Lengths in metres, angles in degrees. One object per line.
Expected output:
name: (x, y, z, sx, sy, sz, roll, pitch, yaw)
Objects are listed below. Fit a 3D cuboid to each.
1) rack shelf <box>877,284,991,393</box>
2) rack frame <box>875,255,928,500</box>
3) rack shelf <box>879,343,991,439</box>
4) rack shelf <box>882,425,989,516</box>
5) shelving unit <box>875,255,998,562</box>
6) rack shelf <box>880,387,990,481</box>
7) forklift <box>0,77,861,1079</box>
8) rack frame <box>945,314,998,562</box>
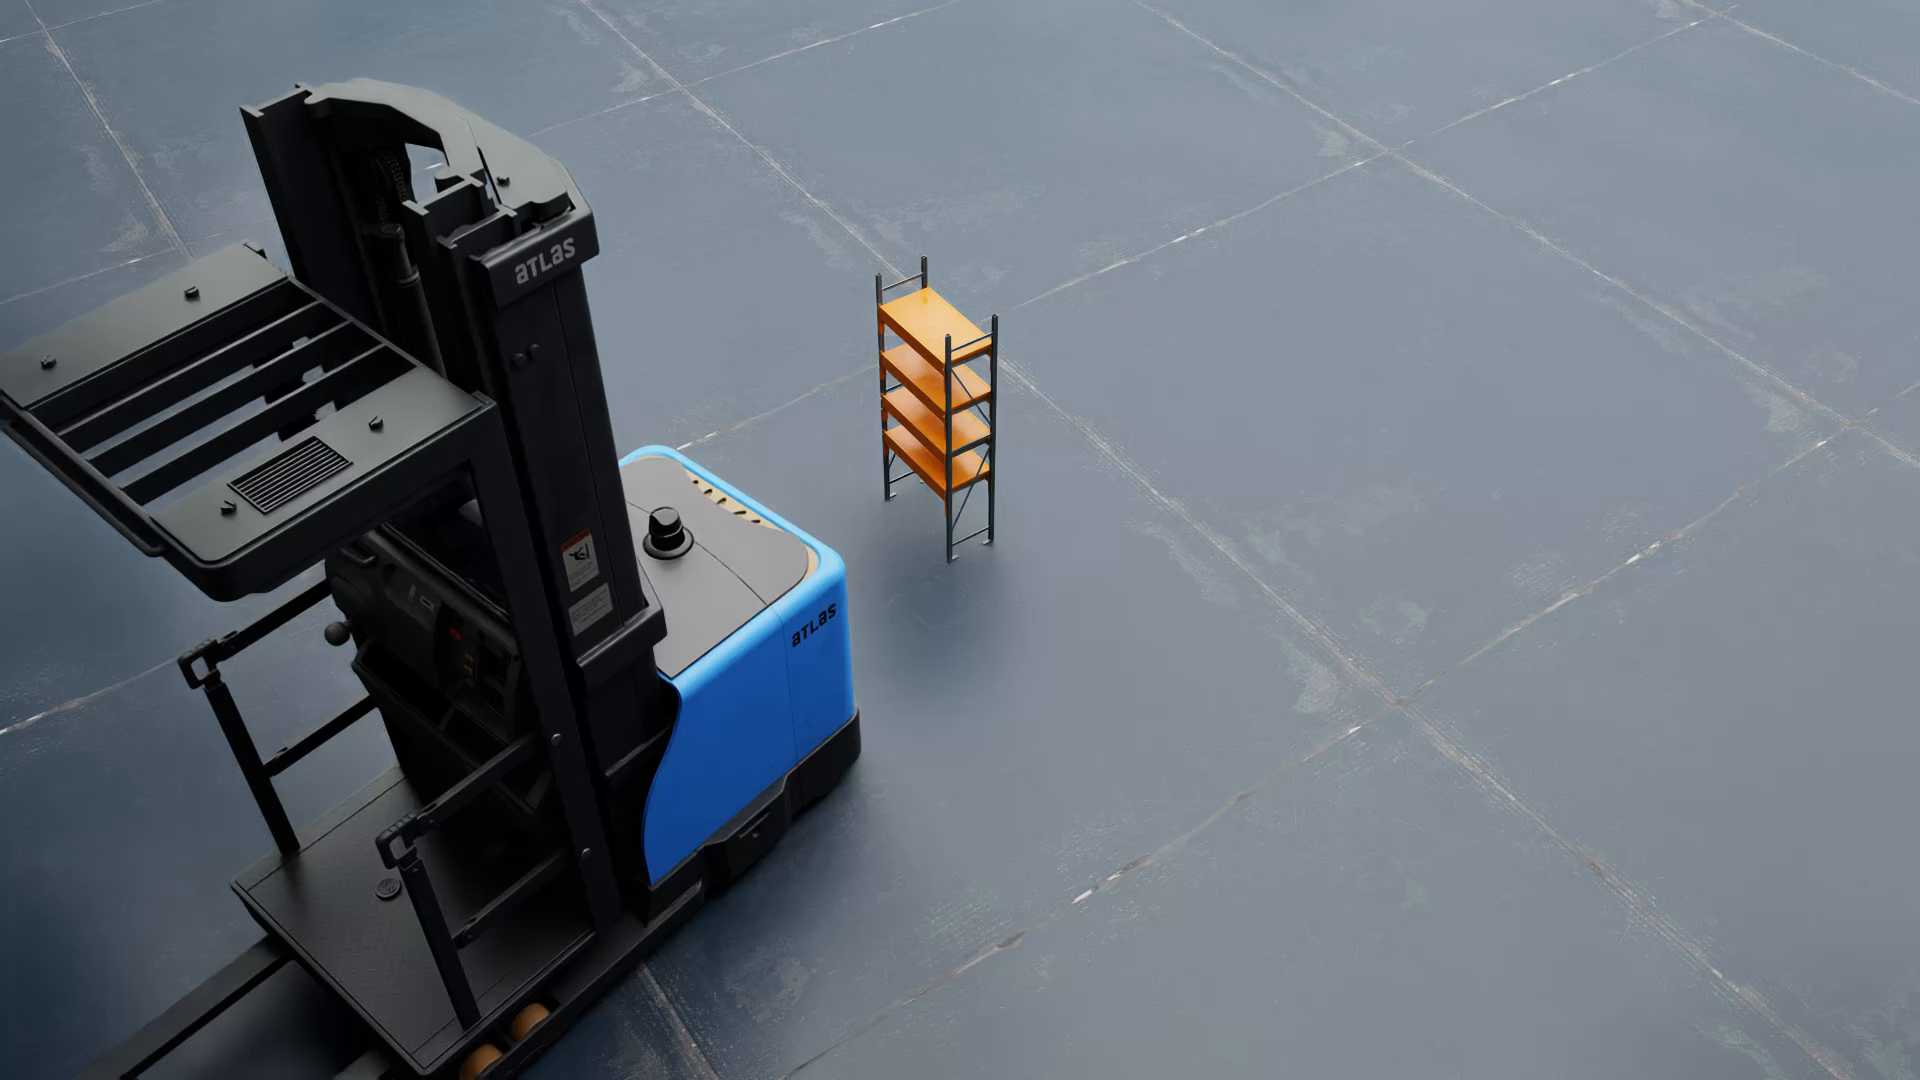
rack shelf: (-0.095, -0.812, 6.654, 0.258, 0.148, 0.480, -26, 49, -24)
rack frame: (-0.234, -0.666, 7.070, 0.240, 1.200, 0.015, -26, 49, -24)
rack shelf: (-0.095, -0.641, 6.817, 0.258, 0.148, 0.480, -26, 49, -24)
rack shelf: (-0.095, -0.335, 7.108, 0.258, 0.148, 0.480, -26, 49, -24)
shelving unit: (-0.095, -0.528, 6.925, 0.258, 1.200, 0.503, -26, 49, -24)
rack shelf: (-0.095, -0.479, 6.971, 0.258, 0.148, 0.480, -26, 49, -24)
forklift: (-1.718, 0.330, 4.772, 1.130, 2.935, 3.031, 31, 52, 28)
rack frame: (0.045, -0.390, 6.780, 0.240, 1.200, 0.015, -26, 49, -24)
